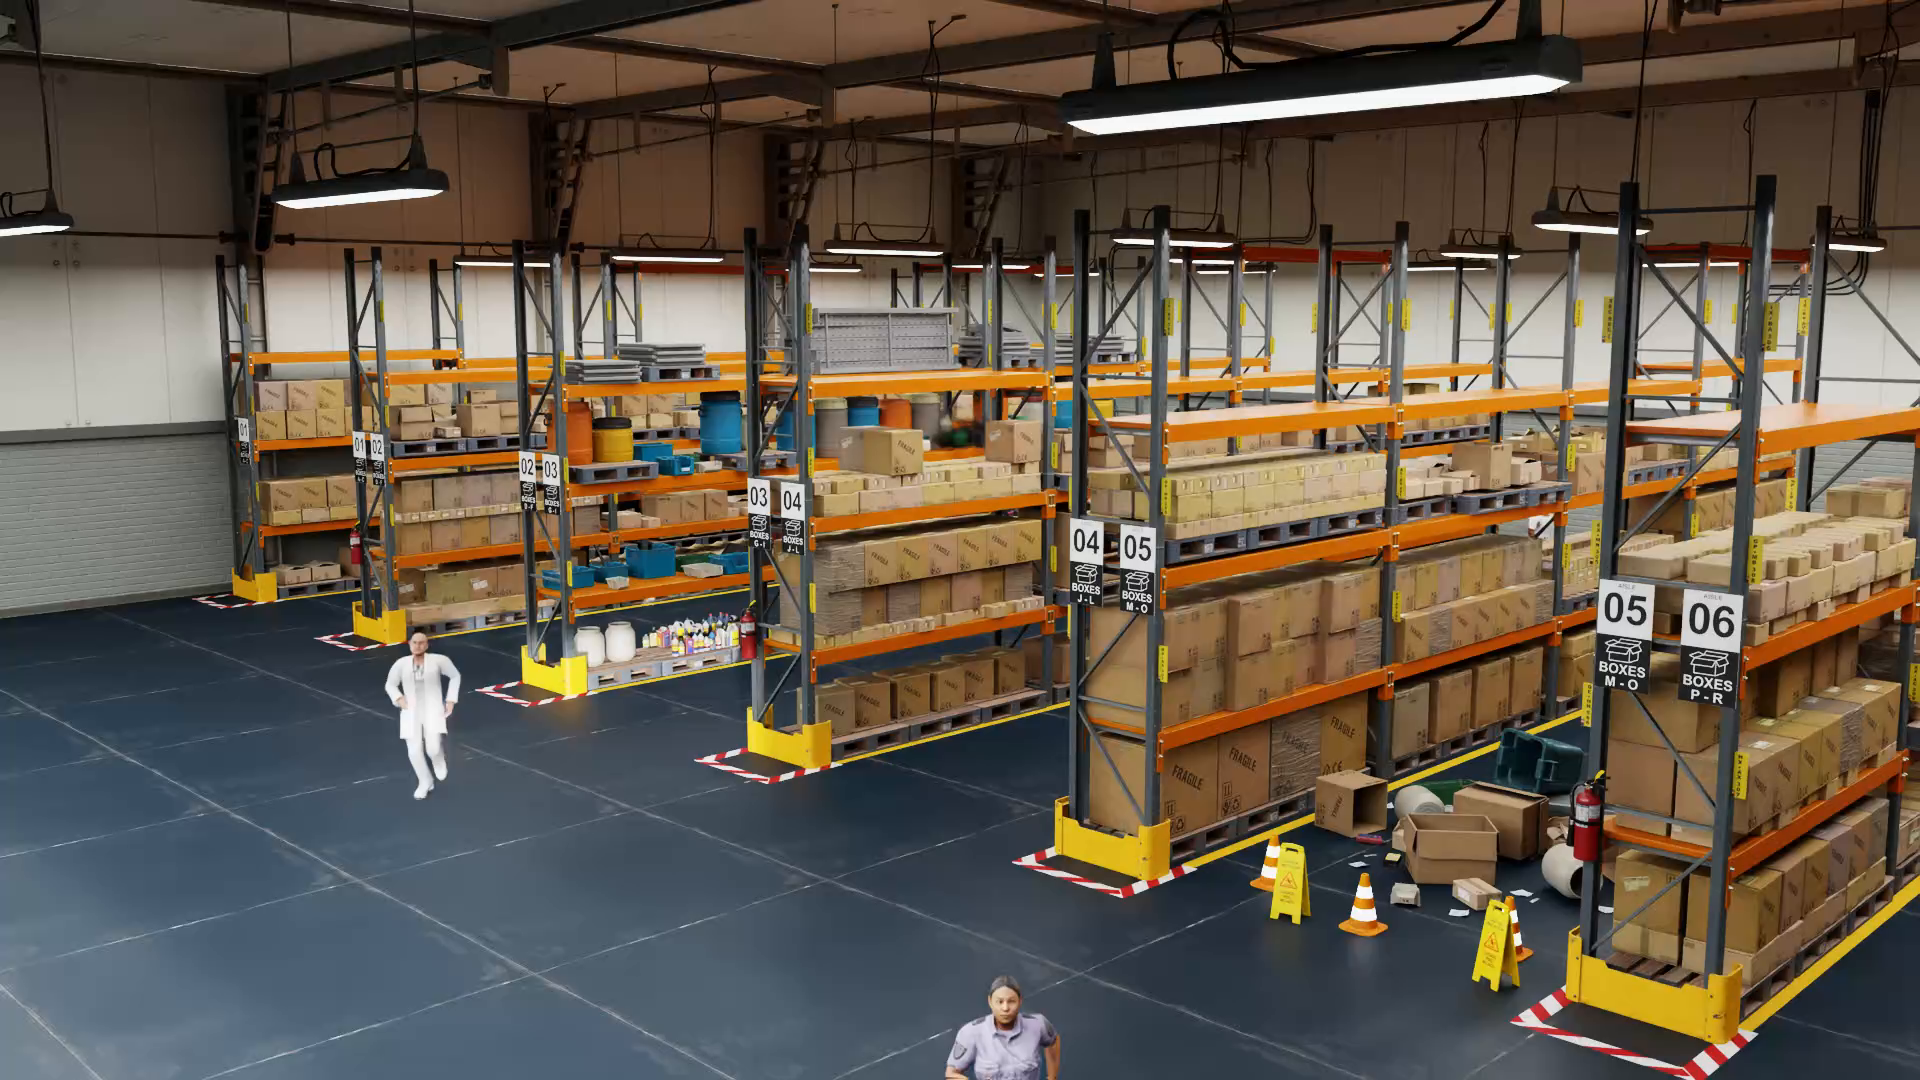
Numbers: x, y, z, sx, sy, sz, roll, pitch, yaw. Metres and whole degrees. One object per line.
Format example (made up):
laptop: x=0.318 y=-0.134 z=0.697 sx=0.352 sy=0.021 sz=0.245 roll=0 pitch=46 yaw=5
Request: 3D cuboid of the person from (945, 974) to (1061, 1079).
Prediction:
person: x=0.232 y=3.110 z=8.841 sx=0.624 sy=1.660 sz=0.874 roll=0 pitch=8 yaw=-1

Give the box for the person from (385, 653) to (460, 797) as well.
person: x=-5.661 y=1.940 z=17.536 sx=0.754 sy=1.537 sz=0.532 roll=-1 pitch=8 yaw=-10

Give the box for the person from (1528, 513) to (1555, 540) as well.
person: x=10.602 y=0.069 z=30.144 sx=0.671 sy=1.720 sz=0.559 roll=-3 pitch=8 yaw=-17
